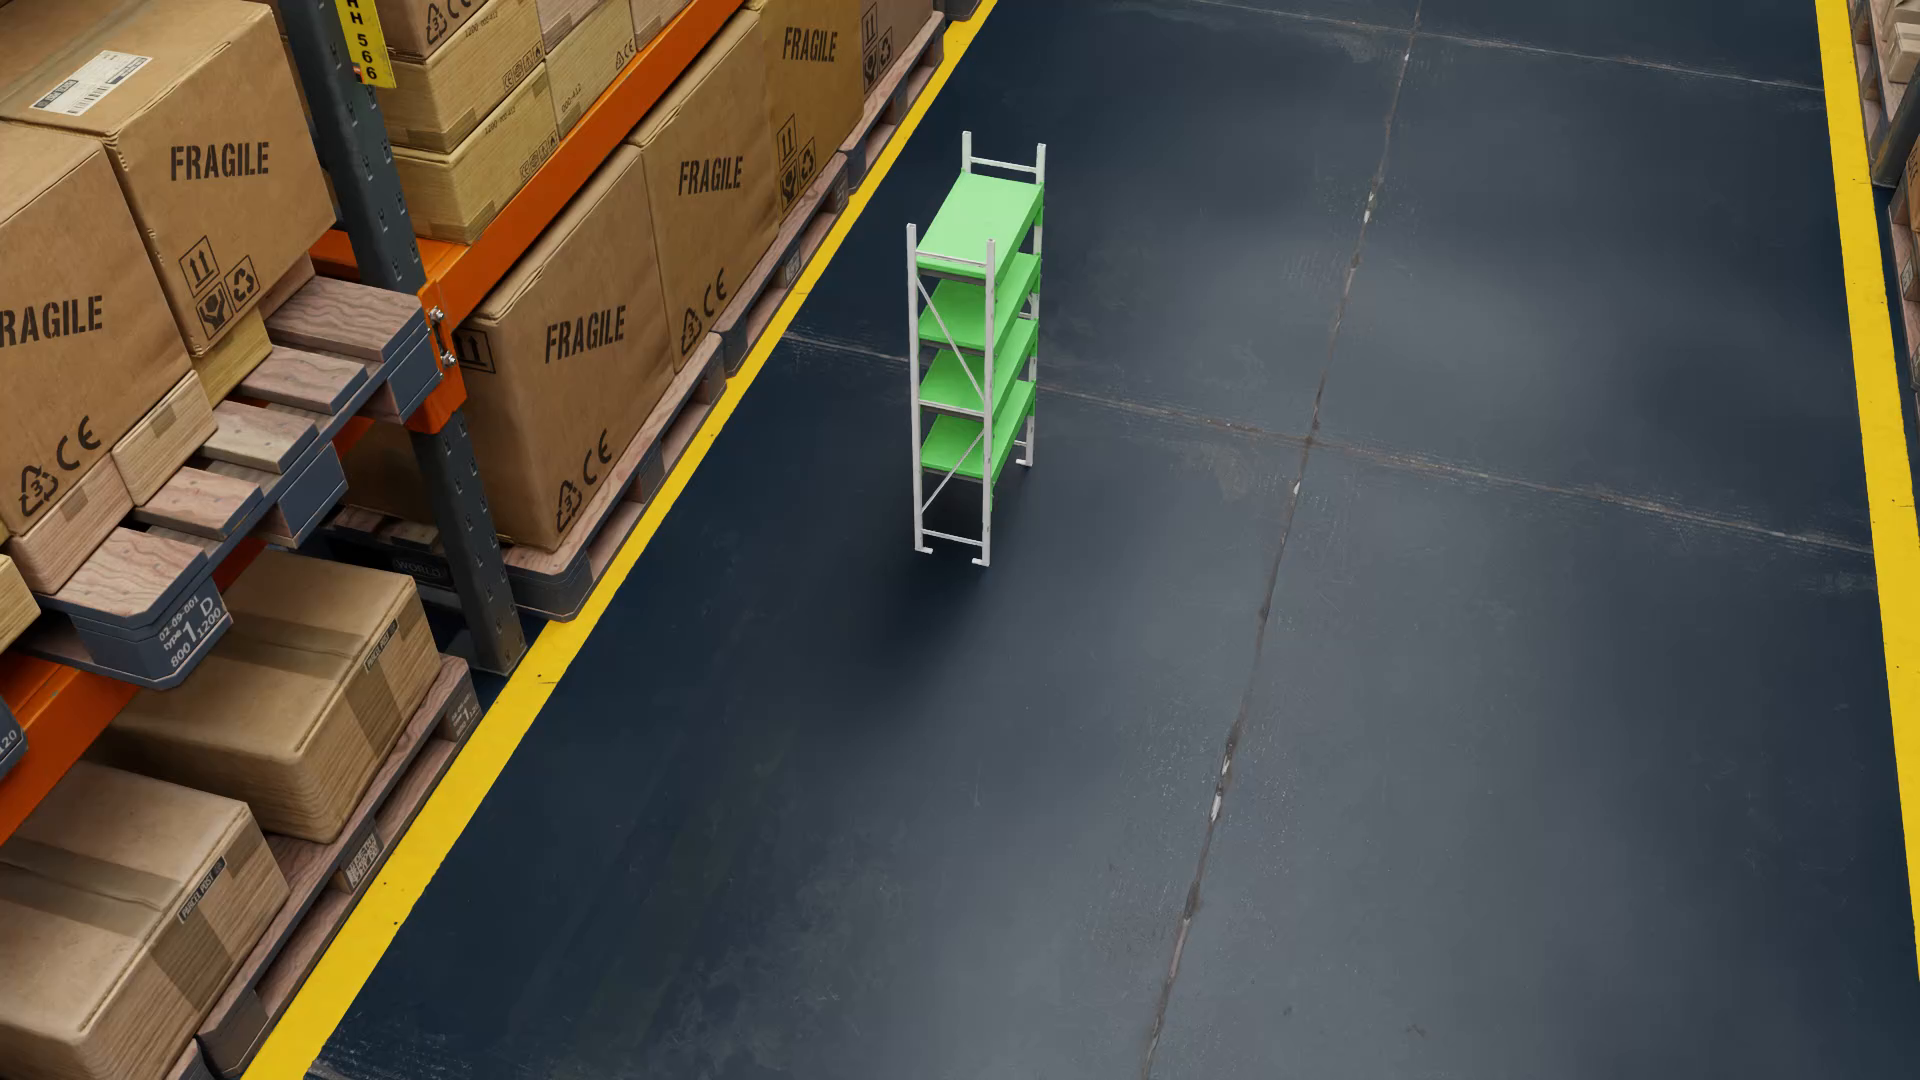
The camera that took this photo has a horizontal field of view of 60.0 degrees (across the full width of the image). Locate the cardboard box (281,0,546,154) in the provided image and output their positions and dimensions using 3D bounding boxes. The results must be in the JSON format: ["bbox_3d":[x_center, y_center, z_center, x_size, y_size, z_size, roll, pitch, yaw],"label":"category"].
[{"bbox_3d":[-1.383,-1.224,4.106,0.500,0.250,0.500,12,46,12],"label":"cardboard box"}]

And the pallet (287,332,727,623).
[{"bbox_3d":[-1.461,-0.327,5.433,1.003,0.211,1.213,13,46,13],"label":"pallet"}]

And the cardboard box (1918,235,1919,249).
[{"bbox_3d":[3.658,-1.056,5.671,0.500,0.500,0.500,12,46,12],"label":"cardboard box"}]

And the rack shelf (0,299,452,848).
[{"bbox_3d":[-2.378,0.776,2.826,1.077,0.370,4.000,13,46,13],"label":"rack shelf"}]

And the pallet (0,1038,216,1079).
[{"bbox_3d":[-2.381,1.514,3.552,1.003,0.211,1.213,13,46,13],"label":"pallet"}]

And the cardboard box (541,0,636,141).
[{"bbox_3d":[-1.245,-1.379,4.622,0.500,0.250,0.500,11,46,11],"label":"cardboard box"}]

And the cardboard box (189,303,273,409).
[{"bbox_3d":[-1.659,-0.412,3.405,0.380,0.149,0.250,13,46,13],"label":"cardboard box"}]

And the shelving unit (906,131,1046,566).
[{"bbox_3d":[0.050,-0.539,4.943,0.258,1.200,0.503,13,46,13],"label":"shelving unit"}]

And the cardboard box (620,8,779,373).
[{"bbox_3d":[-1.209,-1.241,5.592,0.875,0.875,0.875,13,46,13],"label":"cardboard box"}]

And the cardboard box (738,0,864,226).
[{"bbox_3d":[-0.938,-1.837,6.201,0.875,0.875,0.875,14,46,14],"label":"cardboard box"}]

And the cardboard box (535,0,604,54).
[{"bbox_3d":[-1.226,-1.569,4.458,0.500,0.250,0.500,14,46,13],"label":"cardboard box"}]

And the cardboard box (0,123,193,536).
[{"bbox_3d":[-1.791,-0.397,2.927,0.500,0.500,0.500,12,46,12],"label":"cardboard box"}]

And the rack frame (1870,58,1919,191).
[{"bbox_3d":[4.171,-2.431,5.590,1.000,3.000,0.127,13,46,13],"label":"rack frame"}]

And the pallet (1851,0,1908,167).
[{"bbox_3d":[4.380,-1.892,7.033,1.003,0.211,1.213,13,46,13],"label":"pallet"}]

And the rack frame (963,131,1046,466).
[{"bbox_3d":[0.124,-0.702,5.109,0.240,1.200,0.015,13,46,13],"label":"rack frame"}]

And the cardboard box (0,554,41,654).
[{"bbox_3d":[-1.847,0.118,2.864,0.380,0.149,0.250,13,46,13],"label":"cardboard box"}]

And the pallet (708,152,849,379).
[{"bbox_3d":[-1.090,-1.137,6.261,1.003,0.211,1.213,13,46,13],"label":"pallet"}]

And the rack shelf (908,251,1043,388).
[{"bbox_3d":[0.050,-0.665,4.820,0.258,0.148,0.480,13,46,13],"label":"rack shelf"}]

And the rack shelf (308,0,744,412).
[{"bbox_3d":[-1.166,-1.890,5.551,1.077,0.370,4.000,13,46,13],"label":"rack shelf"}]

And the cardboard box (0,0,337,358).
[{"bbox_3d":[-1.645,-0.744,3.281,0.500,0.500,0.500,11,46,11],"label":"cardboard box"}]

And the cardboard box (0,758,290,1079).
[{"bbox_3d":[-2.168,0.843,3.822,0.950,0.372,0.625,12,46,12],"label":"cardboard box"}]

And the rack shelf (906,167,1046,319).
[{"bbox_3d":[0.050,-0.837,4.652,0.258,0.148,0.480,13,46,13],"label":"rack shelf"}]

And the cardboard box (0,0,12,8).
[{"bbox_3d":[-2.129,-0.855,3.395,0.500,0.500,0.500,11,46,11],"label":"cardboard box"}]

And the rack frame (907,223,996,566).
[{"bbox_3d":[-0.024,-0.377,4.777,0.240,1.200,0.015,13,46,13],"label":"rack frame"}]

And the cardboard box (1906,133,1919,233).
[{"bbox_3d":[3.810,-1.413,6.036,0.500,0.500,0.500,14,46,14],"label":"cardboard box"}]

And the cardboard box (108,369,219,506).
[{"bbox_3d":[-1.693,-0.234,3.224,0.380,0.149,0.250,12,46,12],"label":"cardboard box"}]

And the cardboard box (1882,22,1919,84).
[{"bbox_3d":[4.060,-1.996,6.883,0.380,0.149,0.250,11,45,11],"label":"cardboard box"}]

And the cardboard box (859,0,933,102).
[{"bbox_3d":[-0.672,-2.440,6.818,0.875,0.875,0.875,14,46,14],"label":"cardboard box"}]

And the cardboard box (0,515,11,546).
[{"bbox_3d":[-1.942,-0.060,2.583,0.500,0.500,0.500,10,45,10],"label":"cardboard box"}]

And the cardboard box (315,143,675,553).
[{"bbox_3d":[-1.484,-0.647,4.986,0.875,0.875,0.875,12,46,12],"label":"cardboard box"}]

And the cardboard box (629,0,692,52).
[{"bbox_3d":[-1.081,-1.728,4.978,0.500,0.250,0.500,14,46,14],"label":"cardboard box"}]

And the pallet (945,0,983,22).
[{"bbox_3d":[-0.256,-2.974,8.138,1.003,0.211,1.213,13,46,13],"label":"pallet"}]

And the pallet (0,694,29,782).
[{"bbox_3d":[-2.332,0.583,2.647,1.003,0.211,1.213,13,46,13],"label":"pallet"}]

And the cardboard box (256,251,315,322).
[{"bbox_3d":[-1.647,-0.606,3.604,0.380,0.149,0.250,14,46,14],"label":"cardboard box"}]

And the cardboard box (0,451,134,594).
[{"bbox_3d":[-1.777,-0.068,3.054,0.380,0.149,0.250,11,45,11],"label":"cardboard box"}]

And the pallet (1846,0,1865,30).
[{"bbox_3d":[4.748,-2.708,7.866,1.003,0.211,1.213,13,46,13],"label":"pallet"}]

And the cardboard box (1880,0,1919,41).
[{"bbox_3d":[4.168,-2.276,7.085,0.396,0.266,0.258,14,46,14],"label":"cardboard box"}]

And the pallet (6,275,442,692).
[{"bbox_3d":[-1.886,-0.248,3.495,1.213,0.211,1.003,13,46,13],"label":"pallet"}]

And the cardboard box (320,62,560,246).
[{"bbox_3d":[-1.384,-1.033,4.268,0.500,0.250,0.500,12,46,12],"label":"cardboard box"}]

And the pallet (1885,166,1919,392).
[{"bbox_3d":[3.961,-0.884,6.003,1.003,0.211,1.213,13,46,13],"label":"pallet"}]

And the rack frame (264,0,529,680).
[{"bbox_3d":[-1.772,-0.814,3.937,1.000,3.000,0.127,13,46,13],"label":"rack frame"}]

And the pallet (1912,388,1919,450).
[{"bbox_3d":[3.593,-0.068,5.169,1.003,0.211,1.213,13,46,13],"label":"pallet"}]

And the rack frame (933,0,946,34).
[{"bbox_3d":[-0.561,-3.480,6.662,1.000,3.000,0.127,13,46,13],"label":"rack frame"}]

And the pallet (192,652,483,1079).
[{"bbox_3d":[-2.010,0.703,4.380,1.003,0.211,1.213,13,46,13],"label":"pallet"}]

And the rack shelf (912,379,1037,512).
[{"bbox_3d":[0.050,-0.322,5.156,0.258,0.148,0.480,13,46,13],"label":"rack shelf"}]

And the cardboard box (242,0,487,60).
[{"bbox_3d":[-1.389,-1.484,3.835,0.500,0.500,0.500,11,45,11],"label":"cardboard box"}]

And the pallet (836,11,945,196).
[{"bbox_3d":[-0.722,-1.953,7.095,1.003,0.211,1.213,13,46,13],"label":"pallet"}]

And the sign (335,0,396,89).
[{"bbox_3d":[-1.252,-1.091,3.449,0.100,0.325,0.005,13,46,13],"label":"sign"}]

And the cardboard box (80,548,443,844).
[{"bbox_3d":[-1.952,0.350,4.326,0.950,0.372,0.625,10,45,10],"label":"cardboard box"}]

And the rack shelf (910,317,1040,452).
[{"bbox_3d":[0.050,-0.494,4.988,0.258,0.148,0.480,13,46,13],"label":"rack shelf"}]
